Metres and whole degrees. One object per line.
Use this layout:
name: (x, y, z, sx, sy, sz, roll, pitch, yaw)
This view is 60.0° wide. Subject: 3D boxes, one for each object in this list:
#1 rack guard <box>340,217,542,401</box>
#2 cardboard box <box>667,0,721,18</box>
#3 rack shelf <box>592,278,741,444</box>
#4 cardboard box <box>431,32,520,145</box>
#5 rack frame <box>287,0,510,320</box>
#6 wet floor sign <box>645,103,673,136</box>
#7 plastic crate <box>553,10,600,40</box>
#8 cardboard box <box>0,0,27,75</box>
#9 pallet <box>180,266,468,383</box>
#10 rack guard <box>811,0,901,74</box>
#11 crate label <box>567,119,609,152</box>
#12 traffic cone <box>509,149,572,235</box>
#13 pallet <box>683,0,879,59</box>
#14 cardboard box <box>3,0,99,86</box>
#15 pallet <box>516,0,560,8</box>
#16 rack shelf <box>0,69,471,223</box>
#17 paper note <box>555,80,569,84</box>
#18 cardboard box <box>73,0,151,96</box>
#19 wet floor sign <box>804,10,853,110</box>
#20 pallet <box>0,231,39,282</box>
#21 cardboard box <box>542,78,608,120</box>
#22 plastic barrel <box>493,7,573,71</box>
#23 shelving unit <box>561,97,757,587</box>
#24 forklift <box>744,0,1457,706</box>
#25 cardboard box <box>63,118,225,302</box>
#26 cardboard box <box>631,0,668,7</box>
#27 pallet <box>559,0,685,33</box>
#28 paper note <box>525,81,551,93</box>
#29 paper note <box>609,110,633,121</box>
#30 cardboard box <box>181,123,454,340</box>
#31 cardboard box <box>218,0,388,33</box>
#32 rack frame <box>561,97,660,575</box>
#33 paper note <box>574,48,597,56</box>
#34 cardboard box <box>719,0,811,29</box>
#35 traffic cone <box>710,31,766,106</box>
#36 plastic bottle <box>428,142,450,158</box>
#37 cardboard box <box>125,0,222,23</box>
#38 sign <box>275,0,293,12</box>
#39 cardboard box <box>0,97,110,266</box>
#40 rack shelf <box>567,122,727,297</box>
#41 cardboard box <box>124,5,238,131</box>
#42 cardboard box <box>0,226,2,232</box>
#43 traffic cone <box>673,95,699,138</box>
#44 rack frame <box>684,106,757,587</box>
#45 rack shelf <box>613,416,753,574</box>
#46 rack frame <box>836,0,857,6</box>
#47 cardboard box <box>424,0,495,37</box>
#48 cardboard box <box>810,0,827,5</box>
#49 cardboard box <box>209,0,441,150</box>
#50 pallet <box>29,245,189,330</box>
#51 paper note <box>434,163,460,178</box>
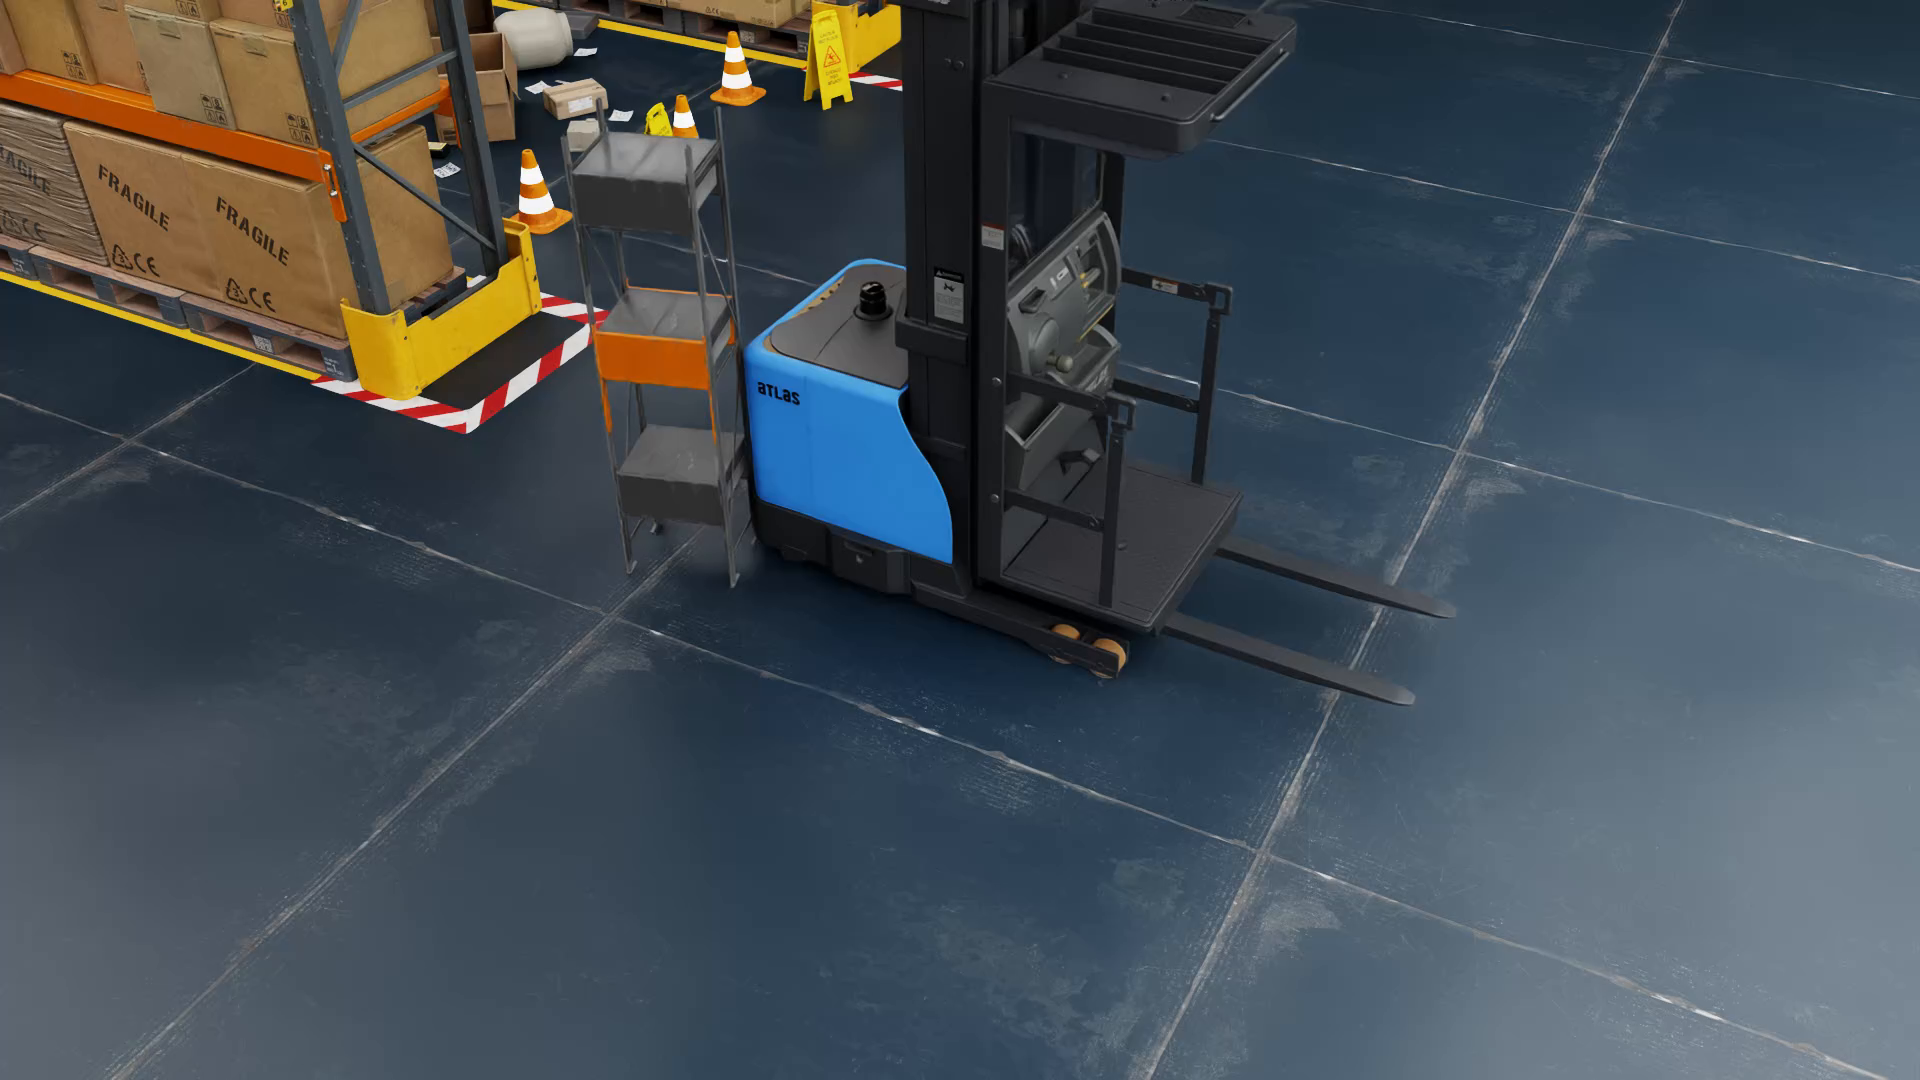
rack guard: (-2.784, -1.276, 9.018, 0.348, 0.500, 1.175, 17, 41, 21)
cardboard box: (-1.917, -4.265, 12.814, 0.500, 0.250, 0.500, 18, 41, 22)
rack shelf: (-1.224, -0.760, 7.037, 0.480, 0.518, 0.431, 7, 38, 9)
cardboard box: (-3.343, -3.099, 11.416, 0.637, 0.503, 0.797, -8, 38, -10)
rack frame: (-2.806, -2.278, 8.271, 0.127, 3.000, 1.000, 17, 41, 21)
wet floor sign: (-1.869, -2.396, 10.372, 0.232, 0.644, 0.267, 11, 38, 14)
plastic crate: (-3.154, -4.037, 13.002, 0.583, 0.080, 0.402, 4, 37, 6)
cardboard box: (-5.100, -3.000, 9.097, 0.550, 0.550, 0.875, 17, 41, 21)
pallet: (-3.552, -1.348, 9.351, 1.213, 0.211, 1.003, 17, 41, 21)
rack guard: (-0.686, -3.990, 12.592, 0.348, 0.500, 1.175, 17, 41, 21)
crate label: (-2.529, -2.746, 11.254, 0.298, 0.136, 0.250, -2, 37, -2)
traffic cone: (-2.624, -2.178, 10.237, 0.334, 0.463, 0.336, 17, 41, 21)
pallet: (-1.391, -4.119, 13.002, 1.213, 0.211, 1.003, 17, 41, 21)
cardboard box: (-4.584, -2.907, 8.974, 0.500, 0.550, 0.875, 17, 41, 21)
pallet: (-3.558, -4.798, 13.896, 1.213, 0.211, 1.003, 17, 41, 21)
rack shelf: (-4.582, -2.548, 9.221, 4.000, 0.370, 1.077, 17, 41, 21)
paper note: (-2.901, -3.344, 12.147, 0.123, 0.001, 0.032, 17, 41, 21)
cardboard box: (-4.094, -2.781, 8.809, 0.550, 0.550, 0.875, 17, 41, 21)
wet floor sign: (-0.942, -3.399, 11.694, 0.267, 0.644, 0.232, -29, 46, -33)
pallet: (-5.718, -2.026, 10.245, 1.213, 0.211, 1.003, 17, 41, 21)
cardboard box: (-2.711, -3.108, 11.722, 0.380, 0.149, 0.250, -21, 42, -25)
plastic barrel: (-3.149, -3.699, 12.274, 0.512, 0.421, 0.421, -14, 39, -18)
shelving unit: (-1.224, -0.771, 7.029, 0.503, 2.100, 0.431, 7, 38, 9)
forklift: (0.604, -0.956, 6.585, 3.031, 2.935, 1.130, 18, 41, 22)
cardboard box: (-4.220, -1.996, 9.309, 0.875, 0.875, 0.875, 17, 40, 21)
cardboard box: (-2.384, -4.407, 13.002, 0.500, 0.250, 0.500, 16, 40, 20)
pallet: (-2.471, -4.459, 13.450, 1.213, 0.211, 1.003, 17, 41, 21)
paper note: (-3.059, -3.288, 12.066, 0.148, 0.019, 0.142, -29, 46, -33)
paper note: (-2.374, -2.976, 11.645, 0.142, 0.019, 0.148, 4, 37, 6)
cardboard box: (-3.438, -1.752, 8.988, 0.875, 0.875, 0.875, 18, 41, 22)
cardboard box: (-3.117, -2.892, 8.062, 0.550, 0.550, 0.875, 17, 41, 21)
rack frame: (-1.464, -0.798, 7.065, 0.015, 2.100, 0.400, 7, 38, 9)
paper note: (-2.837, -3.704, 12.604, 0.148, 0.019, 0.142, 4, 37, 6)
cardboard box: (-1.482, -4.123, 12.628, 0.500, 0.250, 0.500, 17, 40, 21)
traffic cone: (-1.594, -3.381, 11.821, 0.334, 0.463, 0.336, 17, 41, 21)
plastic bottle: (-3.578, -2.617, 11.148, 0.283, 0.061, 0.133, 4, 37, 6)
cardboard box: (-3.648, -2.996, 8.198, 0.550, 0.550, 0.875, 17, 41, 21)
sign: (-3.067, -2.546, 7.470, 0.005, 0.325, 0.100, 17, 41, 21)
cardboard box: (-5.029, -2.251, 9.644, 0.875, 0.875, 0.875, 18, 41, 22)
rack shelf: (-1.224, -1.317, 6.614, 0.480, 0.518, 0.431, 7, 38, 9)
cardboard box: (-3.654, -2.558, 8.515, 0.550, 0.550, 0.875, 17, 41, 21)
cardboard box: (-5.831, -2.499, 9.971, 0.875, 0.875, 0.875, 18, 41, 22)
traffic cone: (-1.803, -2.690, 10.911, 0.334, 0.463, 0.336, 17, 41, 21)
rack frame: (-0.984, -0.743, 6.993, 0.015, 2.100, 0.400, 7, 38, 9)
rack shelf: (-1.224, -0.202, 7.460, 0.480, 0.518, 0.431, 7, 38, 9)
rack frame: (-0.619, -4.964, 11.809, 0.127, 3.000, 1.000, 17, 41, 21)
cardboard box: (-3.845, -4.053, 12.674, 0.500, 0.500, 0.500, -14, 39, -18)
cardboard box: (-1.208, -4.409, 13.004, 0.500, 0.250, 0.500, 17, 40, 21)
cardboard box: (-3.156, -2.417, 8.329, 0.550, 0.550, 0.875, 17, 41, 21)
pallet: (-4.631, -1.688, 9.799, 1.213, 0.211, 1.003, 17, 41, 21)
paper note: (-3.380, -2.431, 10.929, 0.144, 0.017, 0.142, -29, 46, -33)
